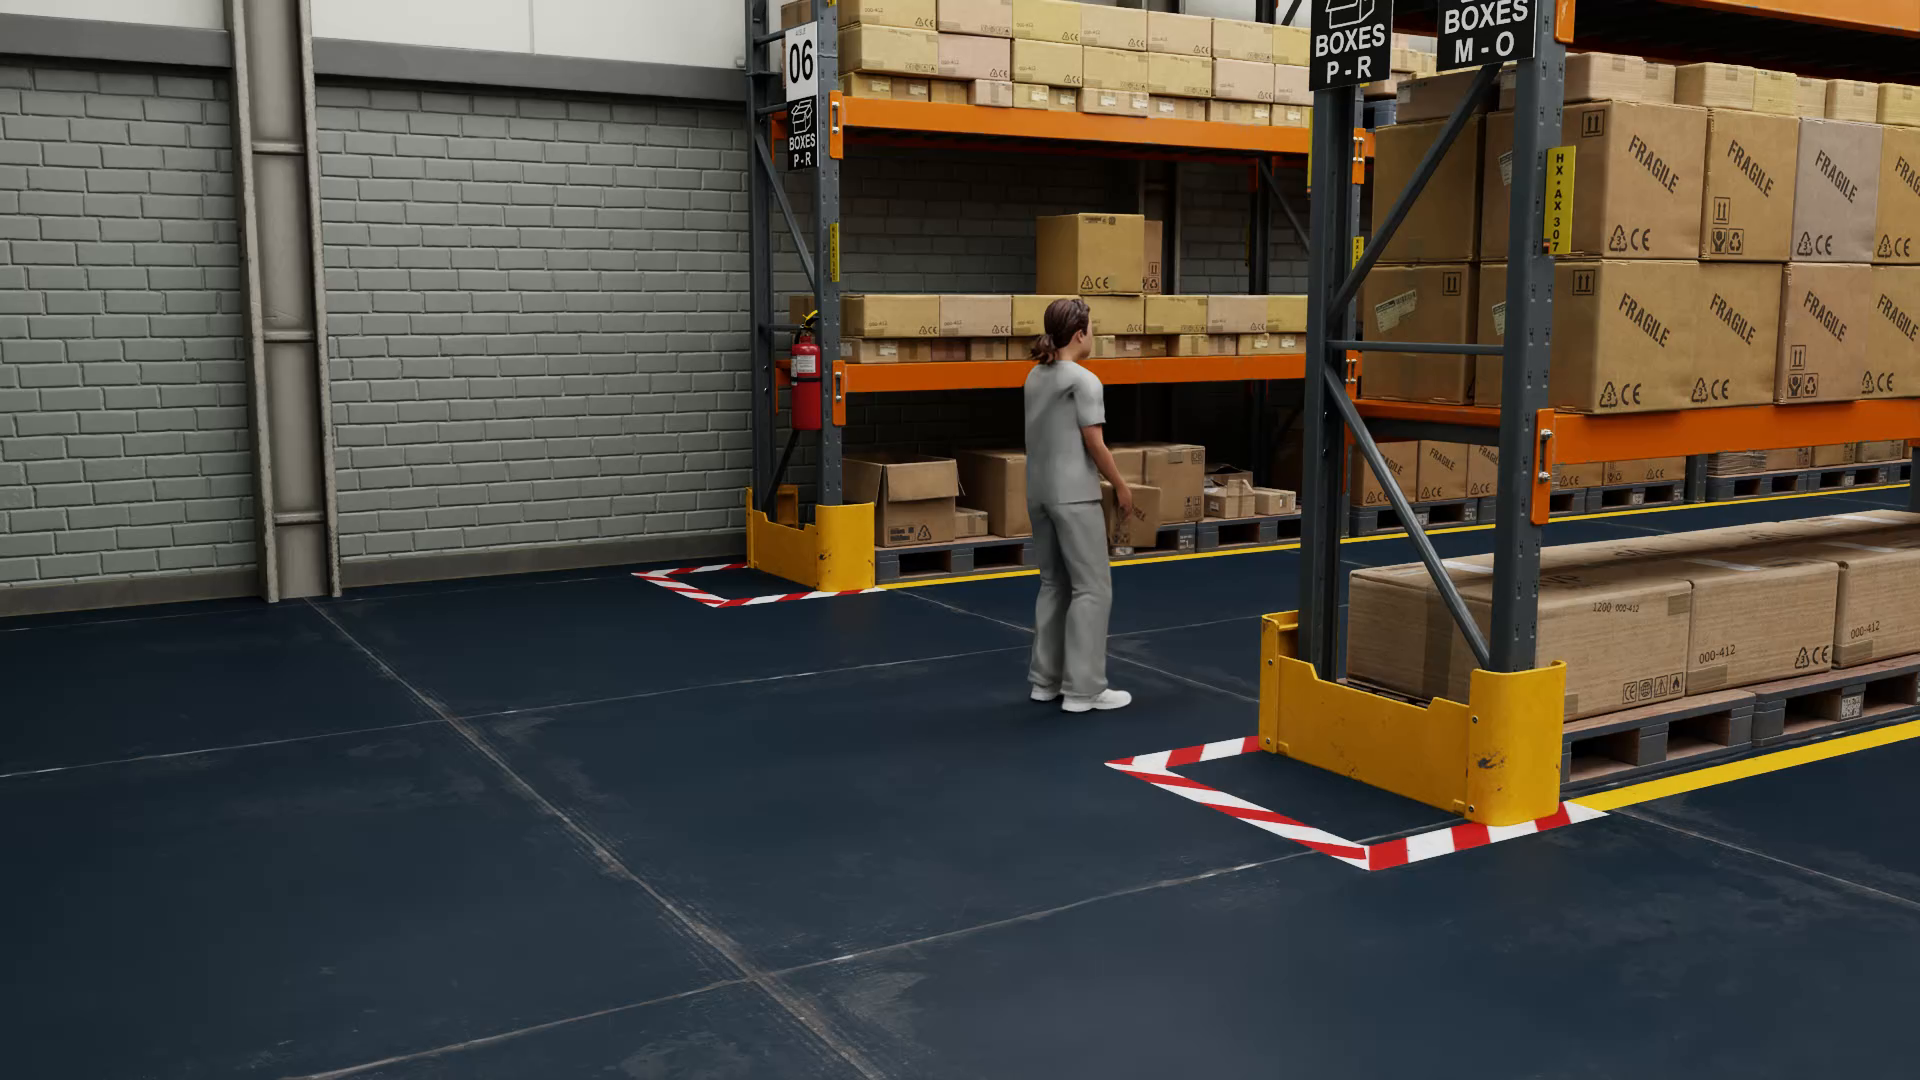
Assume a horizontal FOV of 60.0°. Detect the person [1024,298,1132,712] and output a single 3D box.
[{"bbox_3d":[0.467,-0.151,6.865,0.412,1.676,0.466,-5,10,-32],"label":"person"}]
